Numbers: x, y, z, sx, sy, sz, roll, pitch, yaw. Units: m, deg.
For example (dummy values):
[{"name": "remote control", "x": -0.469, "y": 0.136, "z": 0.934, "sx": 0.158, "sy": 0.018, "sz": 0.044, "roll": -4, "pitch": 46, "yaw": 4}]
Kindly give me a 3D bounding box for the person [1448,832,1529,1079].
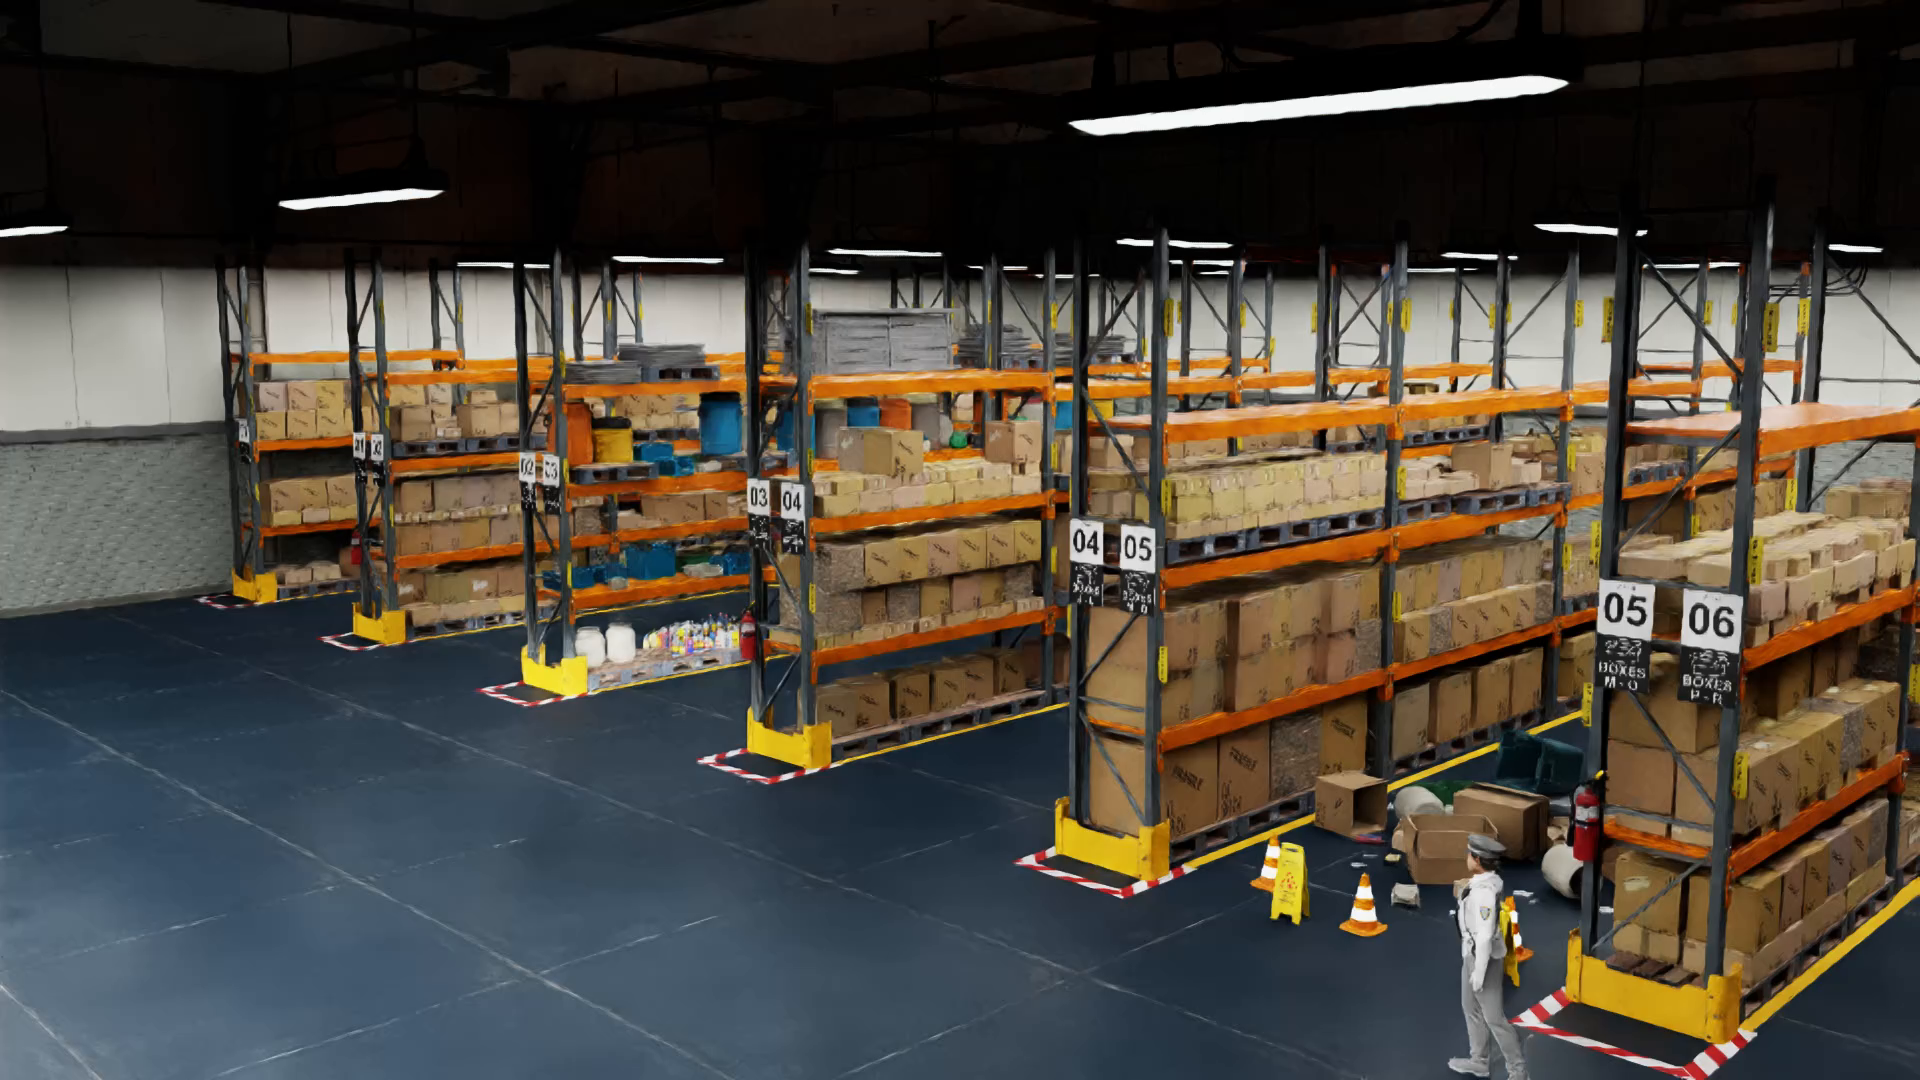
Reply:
[{"name": "person", "x": 3.552, "y": 2.797, "z": 11.079, "sx": 0.516, "sy": 1.665, "sz": 0.570, "roll": 3, "pitch": 9, "yaw": 18}]
